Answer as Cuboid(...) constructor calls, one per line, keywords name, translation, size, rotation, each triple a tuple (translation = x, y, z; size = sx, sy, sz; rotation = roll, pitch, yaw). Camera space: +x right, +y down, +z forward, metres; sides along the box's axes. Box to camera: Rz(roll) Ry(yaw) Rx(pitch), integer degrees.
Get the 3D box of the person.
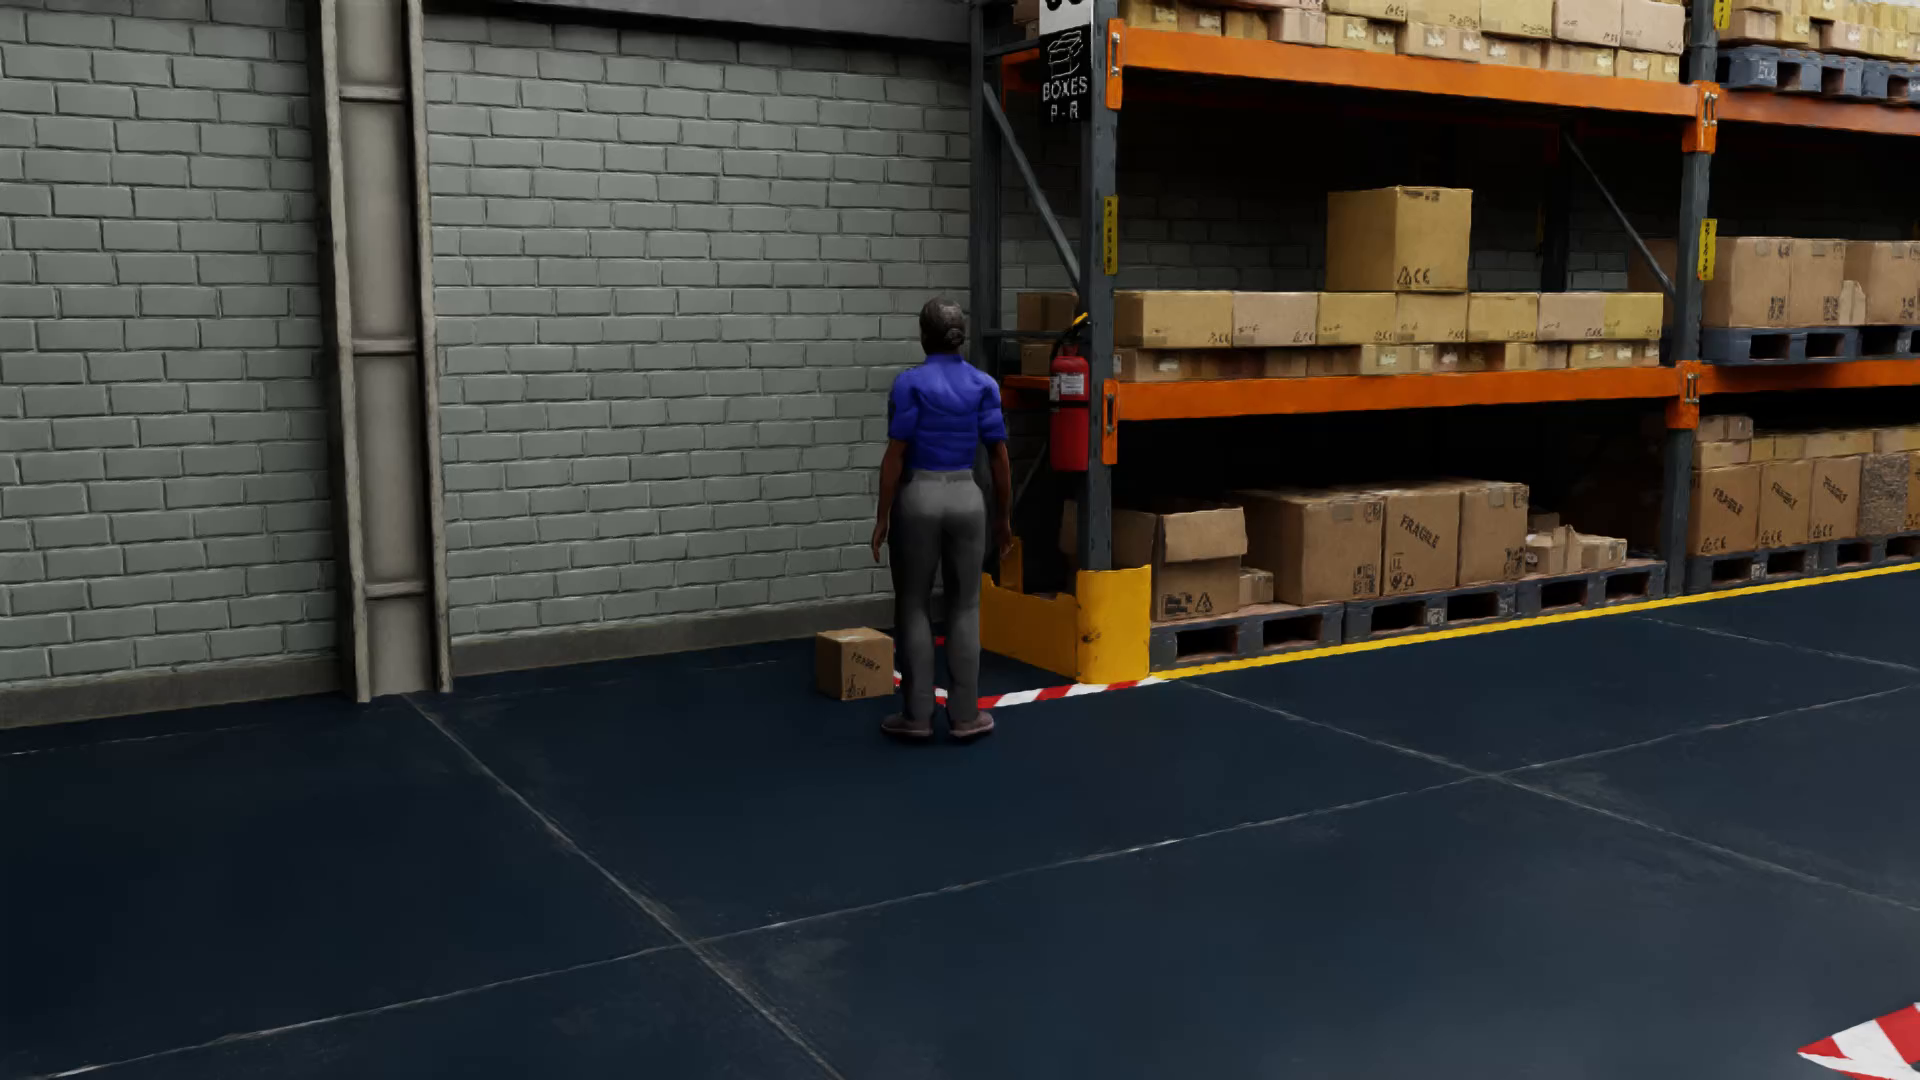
Cuboid(name="person", translation=(-0.075, -0.078, 6.277), size=(0.550, 1.665, 0.323), rotation=(-2, 9, -14))
